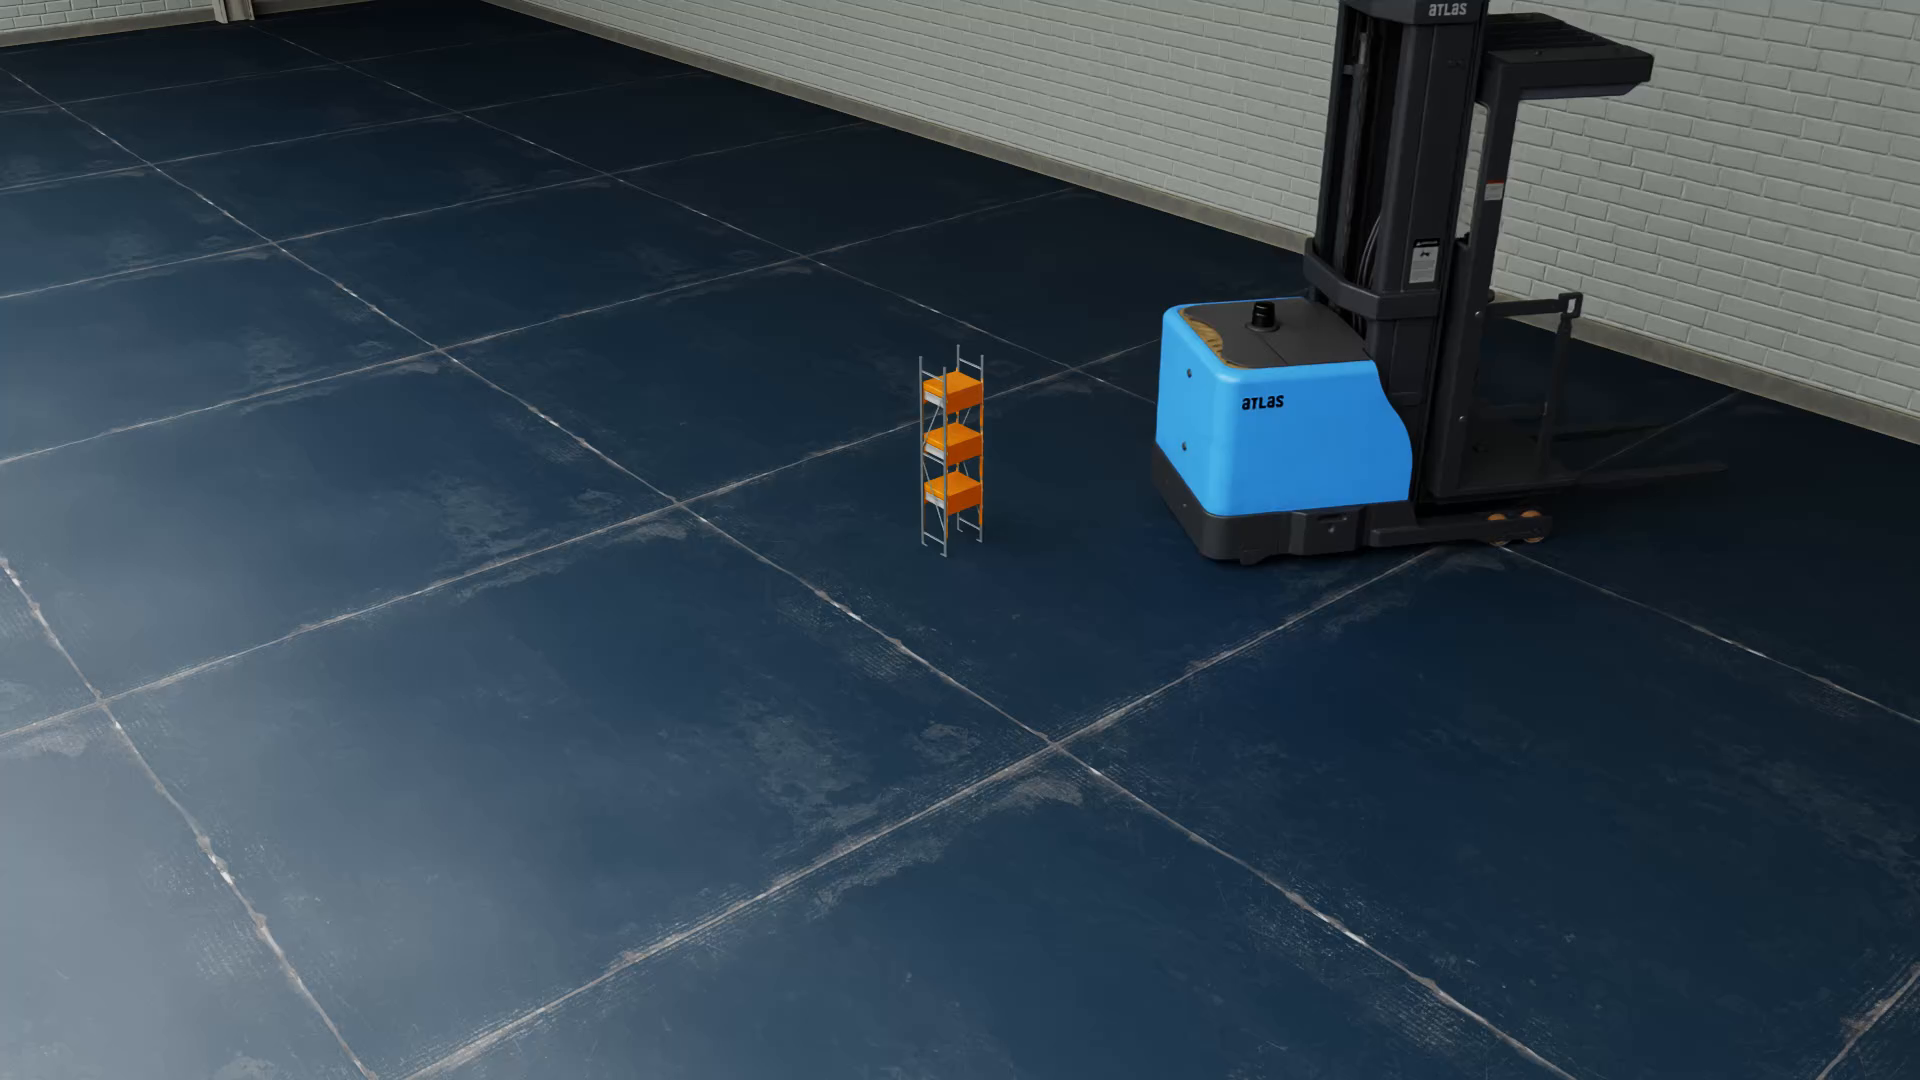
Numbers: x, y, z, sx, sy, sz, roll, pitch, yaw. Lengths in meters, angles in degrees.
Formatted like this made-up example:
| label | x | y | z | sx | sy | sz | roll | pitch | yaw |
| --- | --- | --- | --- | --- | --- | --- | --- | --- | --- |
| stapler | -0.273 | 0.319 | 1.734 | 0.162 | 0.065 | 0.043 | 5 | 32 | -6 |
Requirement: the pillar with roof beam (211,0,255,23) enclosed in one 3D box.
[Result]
| label | x | y | z | sx | sy | sz | roll | pitch | yaw |
| --- | --- | --- | --- | --- | --- | --- | --- | --- | --- |
| pillar with roof beam | -6.410 | -9.034 | 16.106 | 0.400 | 9.000 | 9.100 | -22 | 35 | -35 |

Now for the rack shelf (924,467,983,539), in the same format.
| label | x | y | z | sx | sy | sz | roll | pitch | yaw |
| --- | --- | --- | --- | --- | --- | --- | --- | --- | --- |
| rack shelf | -0.041 | -0.192 | 8.608 | 0.240 | 0.259 | 0.215 | -22 | 35 | -35 |

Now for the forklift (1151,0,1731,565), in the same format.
| label | x | y | z | sx | sy | sz | roll | pitch | yaw |
| --- | --- | --- | --- | --- | --- | --- | --- | --- | --- |
| forklift | 2.627 | -1.500 | 8.447 | 3.031 | 2.935 | 1.130 | -5 | 29 | -10 |

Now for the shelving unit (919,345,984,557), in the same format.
| label | x | y | z | sx | sy | sz | roll | pitch | yaw |
| --- | --- | --- | --- | --- | --- | --- | --- | --- | --- |
| shelving unit | -0.041 | -0.447 | 8.472 | 0.252 | 1.050 | 0.215 | -22 | 35 | -35 |

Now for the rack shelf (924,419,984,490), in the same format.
| label | x | y | z | sx | sy | sz | roll | pitch | yaw |
| --- | --- | --- | --- | --- | --- | --- | --- | --- | --- |
| rack shelf | -0.041 | -0.437 | 8.477 | 0.240 | 0.259 | 0.215 | -22 | 35 | -35 |

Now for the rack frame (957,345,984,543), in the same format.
| label | x | y | z | sx | sy | sz | roll | pitch | yaw |
| --- | --- | --- | --- | --- | --- | --- | --- | --- | --- |
| rack frame | 0.052 | -0.484 | 8.542 | 0.008 | 1.050 | 0.200 | -22 | 35 | -35 |

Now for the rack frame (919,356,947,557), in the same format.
| label | x | y | z | sx | sy | sz | roll | pitch | yaw |
| --- | --- | --- | --- | --- | --- | --- | --- | --- | --- |
| rack frame | -0.134 | -0.409 | 8.402 | 0.008 | 1.050 | 0.200 | -22 | 35 | -35 |

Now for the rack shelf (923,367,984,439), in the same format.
| label | x | y | z | sx | sy | sz | roll | pitch | yaw |
| --- | --- | --- | --- | --- | --- | --- | --- | --- | --- |
| rack shelf | -0.041 | -0.688 | 8.343 | 0.240 | 0.259 | 0.215 | -22 | 35 | -35 |
